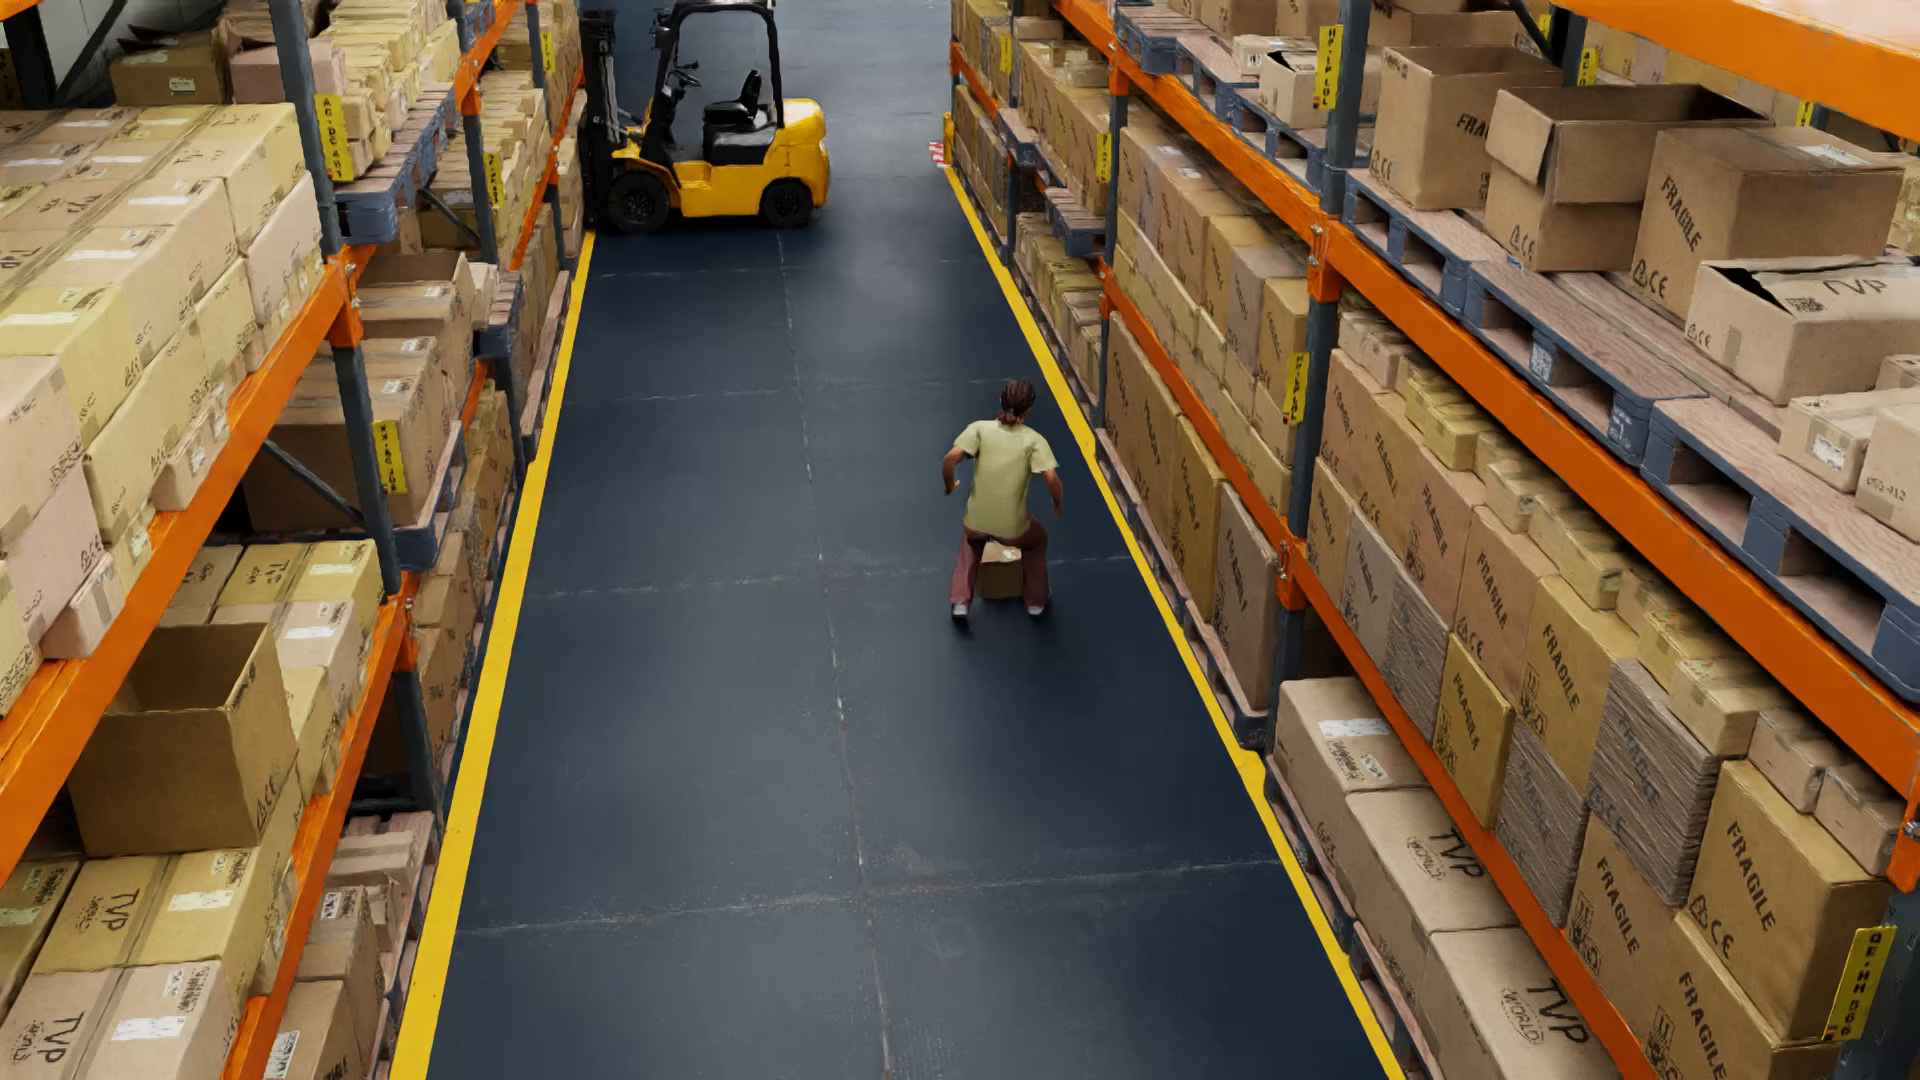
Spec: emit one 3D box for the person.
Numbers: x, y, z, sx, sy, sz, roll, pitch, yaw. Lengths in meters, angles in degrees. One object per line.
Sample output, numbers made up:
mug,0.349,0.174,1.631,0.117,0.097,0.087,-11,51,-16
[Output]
person,0.271,-0.200,9.225,0.680,1.454,0.734,7,28,13
